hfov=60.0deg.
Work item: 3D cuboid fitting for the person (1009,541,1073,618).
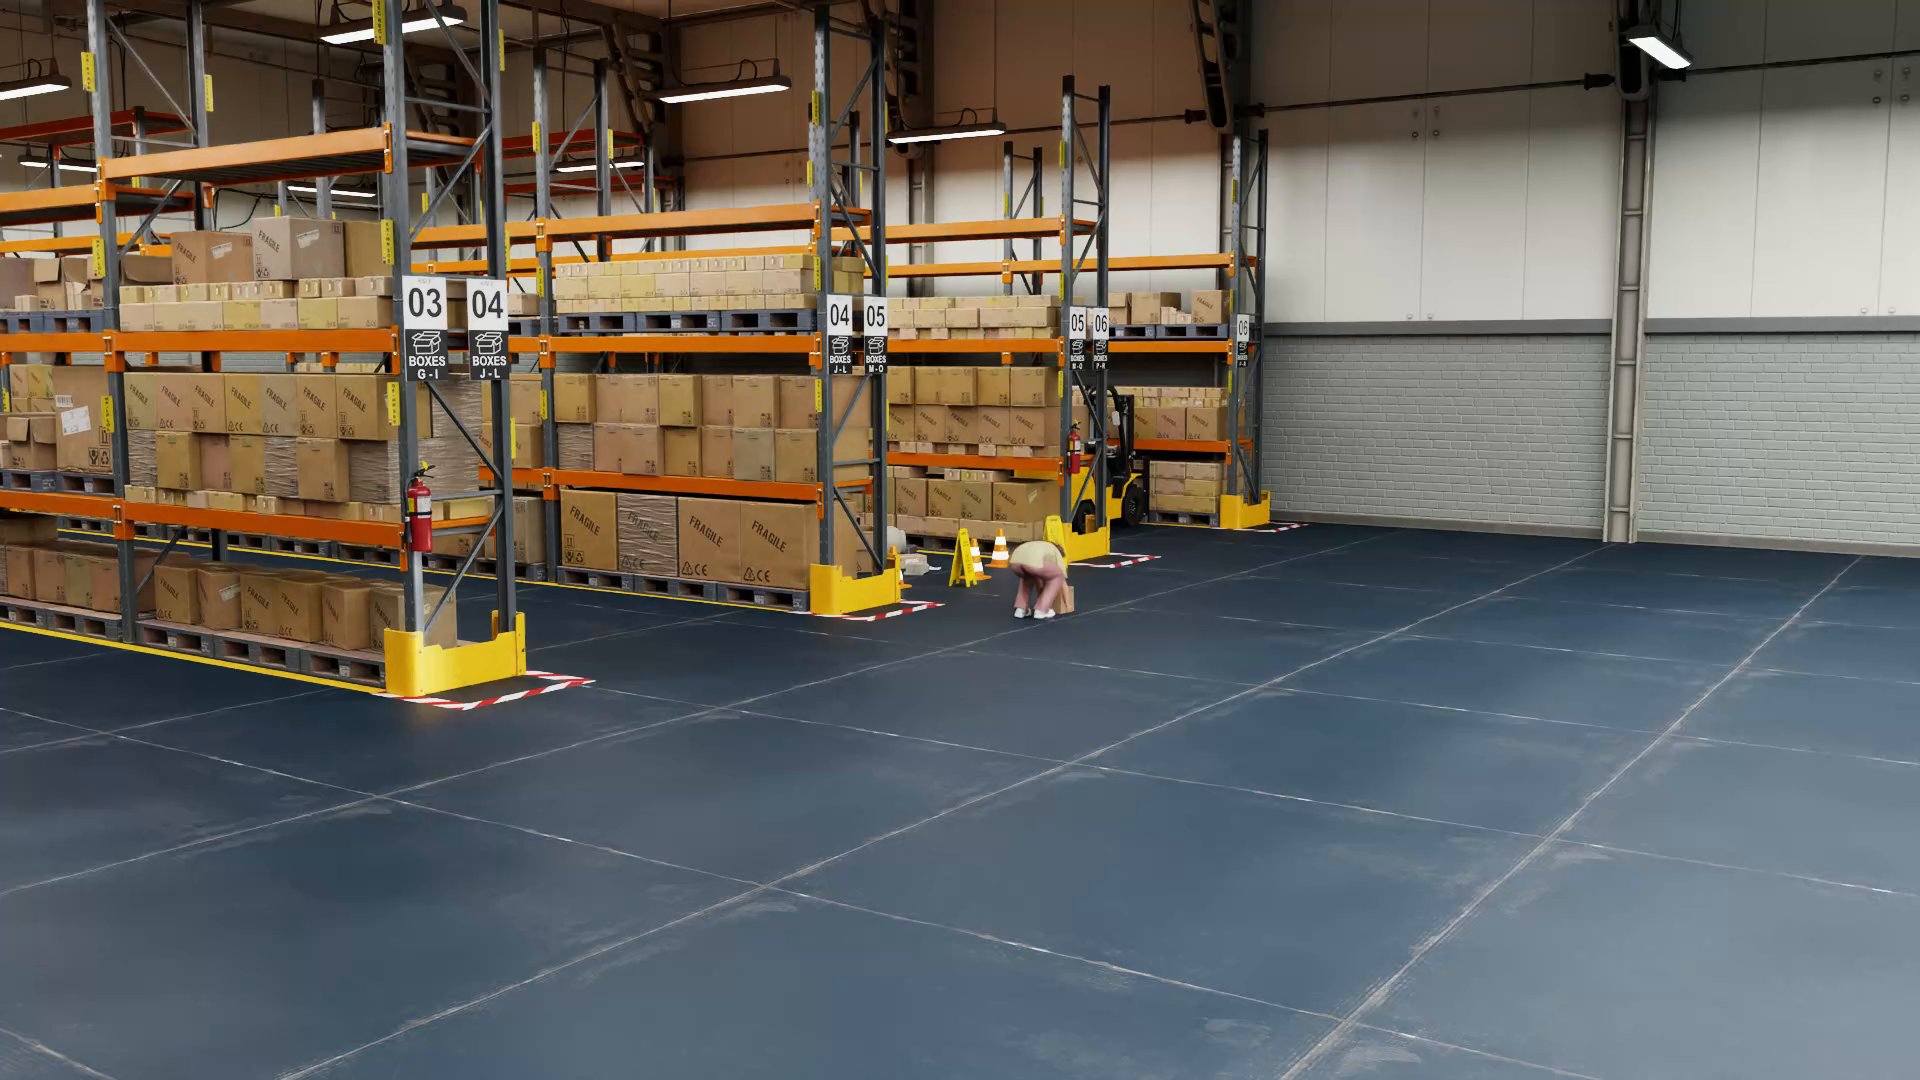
[{"bbox_3d":[0.806,0.391,16.699,0.460,0.767,0.867,4,8,32],"label":"person"}]
